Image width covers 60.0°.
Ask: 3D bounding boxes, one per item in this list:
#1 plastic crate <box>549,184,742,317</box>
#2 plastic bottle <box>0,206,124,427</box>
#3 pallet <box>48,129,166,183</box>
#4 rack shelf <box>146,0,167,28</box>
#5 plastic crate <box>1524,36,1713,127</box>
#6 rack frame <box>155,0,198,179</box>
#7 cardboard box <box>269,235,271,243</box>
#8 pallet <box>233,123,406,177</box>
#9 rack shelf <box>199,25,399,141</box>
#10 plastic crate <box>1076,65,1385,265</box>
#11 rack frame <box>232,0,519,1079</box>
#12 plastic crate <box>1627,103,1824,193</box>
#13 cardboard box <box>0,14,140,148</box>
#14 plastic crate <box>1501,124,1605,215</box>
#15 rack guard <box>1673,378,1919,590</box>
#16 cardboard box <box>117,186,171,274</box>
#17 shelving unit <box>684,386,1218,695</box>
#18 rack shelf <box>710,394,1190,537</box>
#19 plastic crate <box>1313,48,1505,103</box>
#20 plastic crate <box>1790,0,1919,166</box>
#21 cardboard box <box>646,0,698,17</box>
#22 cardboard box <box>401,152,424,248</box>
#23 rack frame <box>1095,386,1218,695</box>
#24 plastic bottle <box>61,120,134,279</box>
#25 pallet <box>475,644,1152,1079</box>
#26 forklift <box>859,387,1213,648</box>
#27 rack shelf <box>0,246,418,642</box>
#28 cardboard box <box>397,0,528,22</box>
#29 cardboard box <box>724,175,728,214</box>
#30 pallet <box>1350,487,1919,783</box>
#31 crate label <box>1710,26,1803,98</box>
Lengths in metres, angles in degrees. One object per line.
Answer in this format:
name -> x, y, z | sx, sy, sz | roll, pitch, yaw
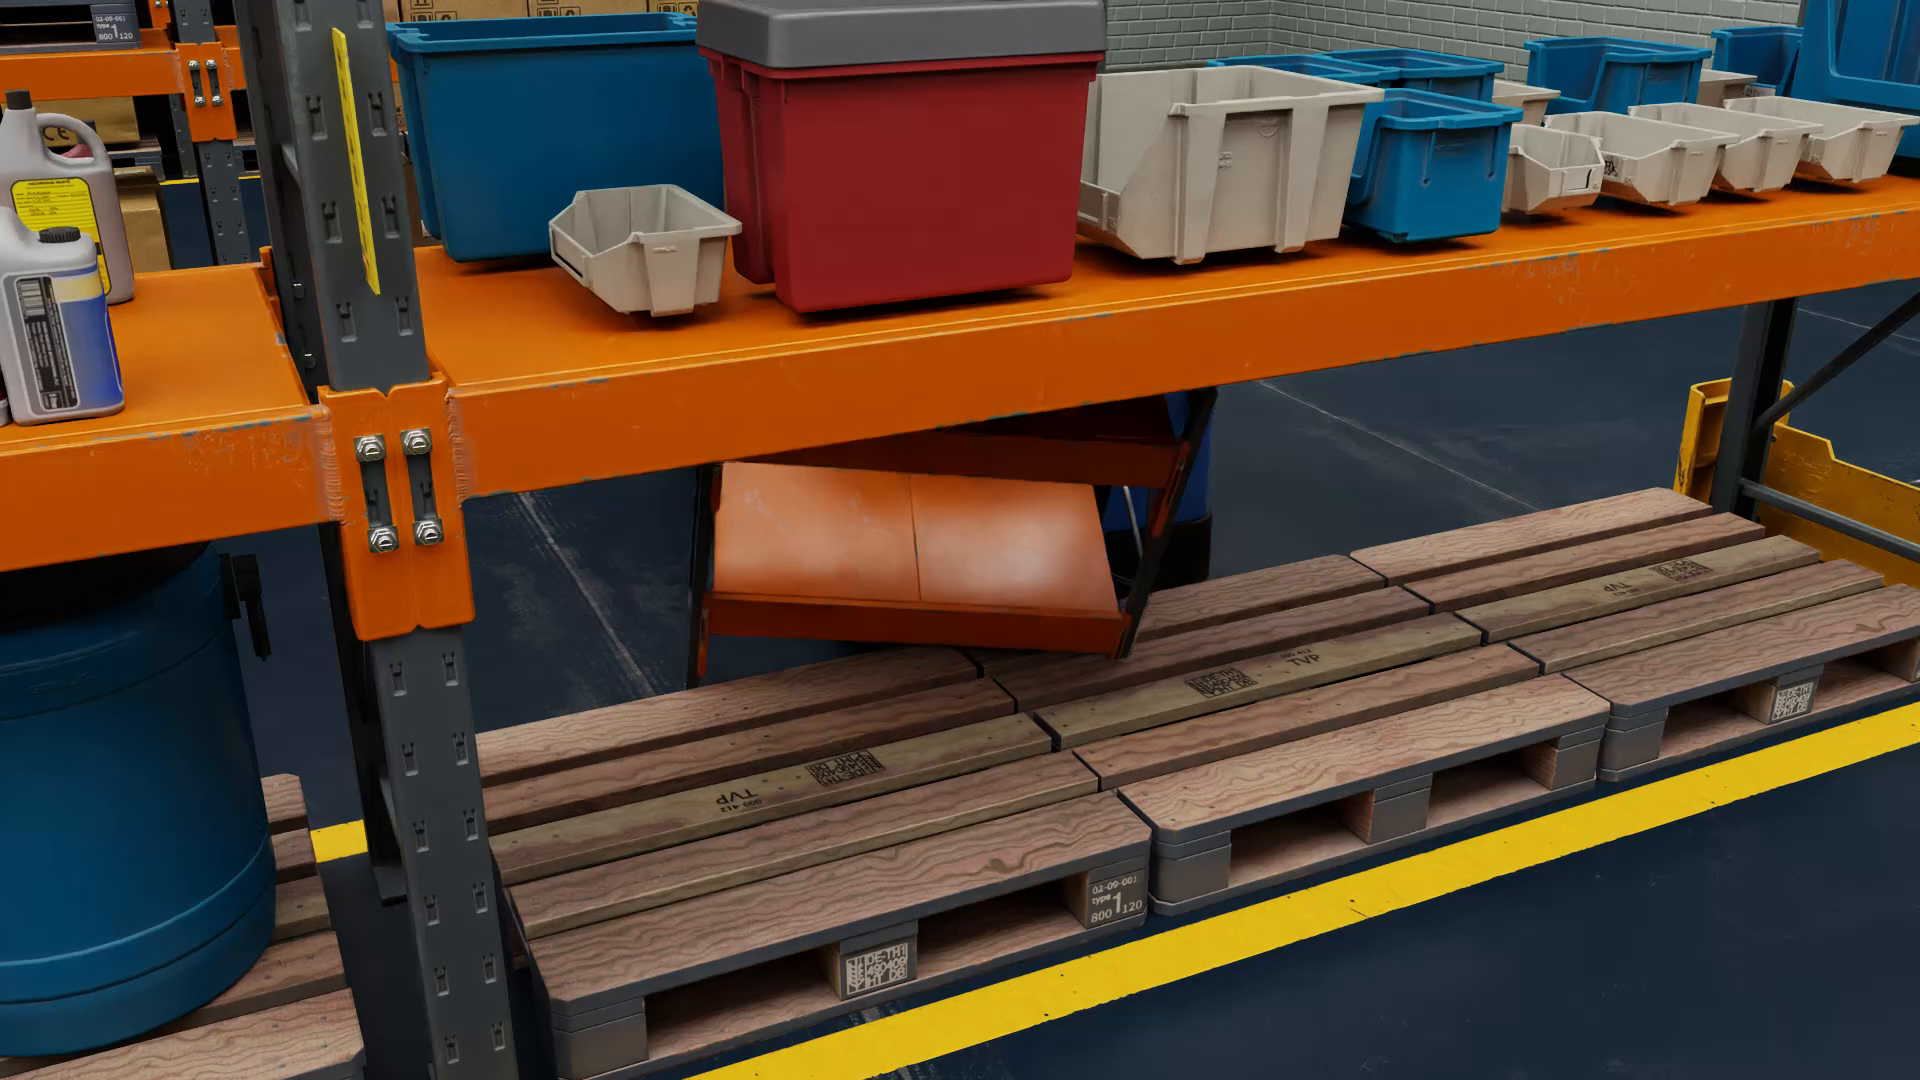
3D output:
plastic crate -> -0.531, -0.480, 2.753 | 0.243, 0.136, 0.396 | -10, 25, -24
plastic bottle -> -1.227, -0.312, 2.243 | 0.135, 0.276, 0.152 | -10, 25, -24
pallet -> -5.972, -2.518, 11.056 | 1.213, 0.211, 1.003 | -10, 25, -24
rack shelf -> -7.111, -3.296, 10.231 | 4.000, 0.370, 1.077 | -10, 25, -24
plastic crate -> 1.634, -1.123, 4.182 | 0.300, 0.233, 0.416 | -10, 25, -24
rack frame -> -5.309, -3.960, 10.895 | 0.127, 3.000, 1.000 | -10, 25, -24
cardboard box -> -2.685, -1.210, 7.190 | 0.500, 0.311, 0.500 | -10, 25, -24
pallet -> -4.590, -2.771, 11.668 | 1.213, 0.211, 1.003 | -10, 25, -24
rack shelf -> -1.355, -2.253, 7.711 | 4.000, 0.370, 1.077 | -10, 25, -24
plastic crate -> 0.444, -0.709, 3.116 | 0.530, 0.282, 0.437 | -10, 25, -24
rack frame -> -1.012, -0.546, 2.647 | 0.127, 3.000, 1.000 | -10, 25, -24
plastic crate -> 1.668, -0.874, 3.707 | 0.243, 0.136, 0.396 | -10, 25, -24
cardboard box -> -5.838, -3.008, 10.857 | 0.750, 0.750, 0.750 | -10, 25, -23
plastic crate -> 1.169, -0.764, 3.441 | 0.250, 0.136, 0.298 | -10, 25, -24
rack guard -> 2.608, -0.063, 4.748 | 0.348, 0.500, 1.175 | -10, 25, -24
cardboard box -> -3.478, -1.121, 6.730 | 0.500, 0.500, 0.500 | -11, 25, -24
shelving unit -> -0.090, -0.103, 3.928 | 1.048, 1.125, 0.538 | 3, 44, -10
rack shelf -> -0.043, -0.312, 3.729 | 1.000, 0.278, 0.538 | 3, 44, -10
plastic crate -> 1.040, -1.014, 3.918 | 0.300, 0.233, 0.416 | -10, 25, -24
plastic crate -> 2.371, -1.133, 3.942 | 0.499, 0.435, 0.616 | -10, 25, -24
cardboard box -> -1.210, -2.543, 7.342 | 0.500, 0.500, 0.500 | -11, 25, -24
cardboard box -> -2.767, -1.494, 7.631 | 0.500, 0.500, 0.500 | -10, 25, -24
rack frame -> 0.410, -0.074, 4.015 | 0.032, 1.125, 0.500 | 3, 44, -10
plastic bottle -> -1.528, -0.578, 2.877 | 0.133, 0.283, 0.061 | -10, 25, -24
pallet -> -0.367, 0.607, 3.507 | 1.213, 0.211, 1.003 | -10, 25, -24
forklift -> -0.272, -1.604, 5.293 | 1.130, 2.935, 3.031 | -8, 24, -18
rack shelf -> -2.814, 0.118, 1.983 | 4.000, 0.370, 1.077 | -10, 25, -24
cardboard box -> -2.120, -2.376, 6.938 | 0.500, 0.500, 0.500 | -10, 24, -23
cardboard box -> -1.467, -1.617, 7.923 | 0.637, 0.503, 0.797 | -10, 25, -24
pallet -> 1.832, 0.203, 4.485 | 1.213, 0.211, 1.003 | -10, 25, -24
crate label -> 2.227, -1.232, 4.445 | 0.303, 0.233, 0.416 | -10, 25, -24
